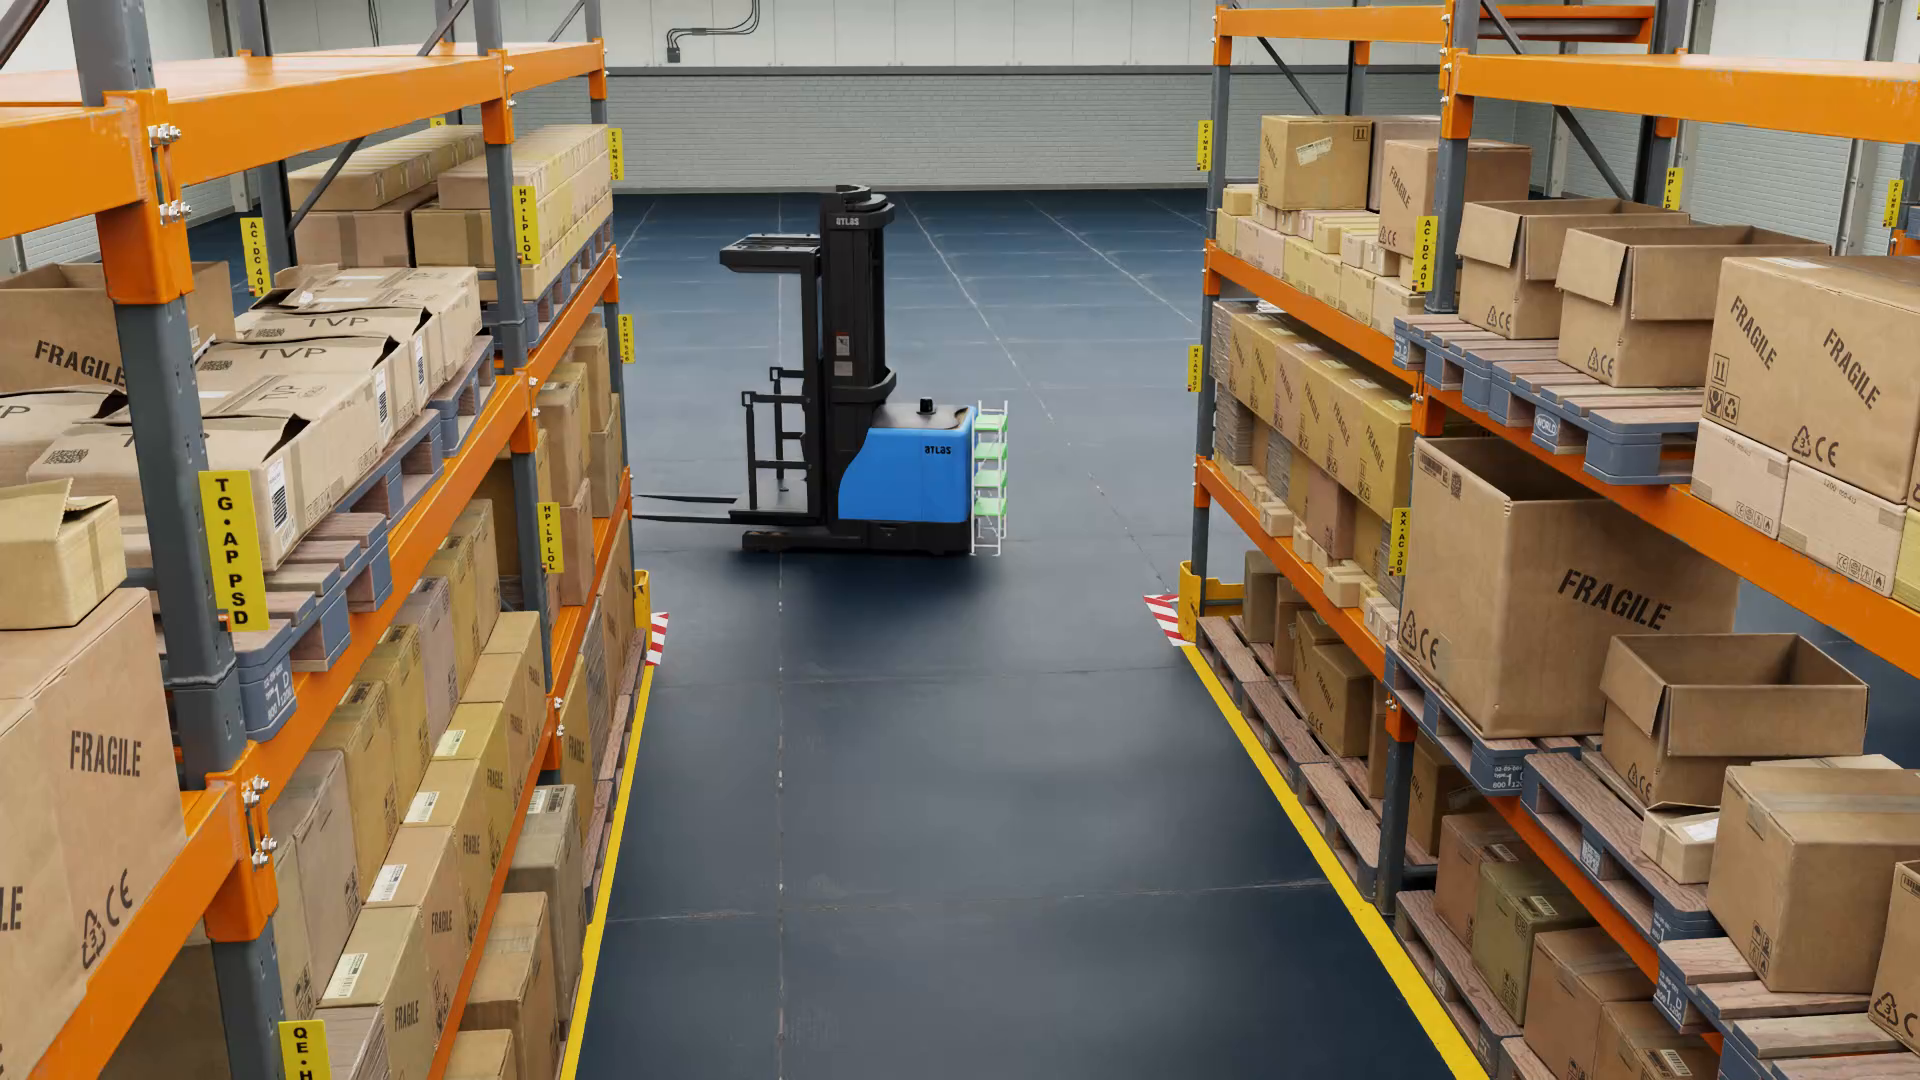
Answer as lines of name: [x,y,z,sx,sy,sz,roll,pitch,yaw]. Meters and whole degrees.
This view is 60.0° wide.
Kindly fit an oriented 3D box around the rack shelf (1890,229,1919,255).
rack shelf: [7.302,-1.434,9.931,1.077,0.370,4.000,-2,18,-6]

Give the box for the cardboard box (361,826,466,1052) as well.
cardboard box: [-1.834,1.226,5.097,0.500,0.500,0.500,-2,18,-6]

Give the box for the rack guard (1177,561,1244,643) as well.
rack guard: [2.177,0.426,11.985,1.175,0.500,0.348,-2,18,-6]

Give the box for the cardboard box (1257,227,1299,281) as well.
cardboard box: [2.068,-1.696,9.814,0.500,0.250,0.500,-2,18,-6]

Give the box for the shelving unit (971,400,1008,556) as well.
shelving unit: [0.245,-0.518,13.823,0.258,1.200,0.503,2,18,7]

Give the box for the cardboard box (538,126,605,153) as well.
cardboard box: [-2.378,-2.441,10.158,0.380,0.149,0.250,-2,18,-5]

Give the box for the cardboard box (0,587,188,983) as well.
cardboard box: [-1.638,0.401,2.717,0.500,0.500,0.500,-2,18,-6]

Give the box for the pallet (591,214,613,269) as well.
pallet: [-2.688,-1.834,10.152,1.003,0.211,1.213,-2,18,-6]

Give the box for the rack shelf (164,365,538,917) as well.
rack shelf: [-2.156,0.034,5.255,1.077,0.370,4.000,-2,18,-6]

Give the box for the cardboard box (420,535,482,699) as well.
cardboard box: [-2.250,0.302,6.371,0.700,0.500,0.500,-2,18,-7]

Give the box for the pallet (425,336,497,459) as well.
pallet: [-2.219,-0.542,6.209,0.805,0.209,1.217,-2,18,-8]

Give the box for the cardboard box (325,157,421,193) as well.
cardboard box: [-2.794,-1.738,7.917,0.380,0.149,0.250,-1,17,-5]

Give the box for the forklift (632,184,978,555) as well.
forklift: [-1.388,-1.446,13.891,3.031,2.935,1.130,2,18,7]

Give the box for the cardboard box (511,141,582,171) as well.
cardboard box: [-2.245,-2.061,8.948,0.380,0.149,0.250,-2,18,-5]

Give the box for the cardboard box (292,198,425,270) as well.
cardboard box: [-2.668,-1.363,7.387,0.500,0.250,0.500,-2,18,-6]

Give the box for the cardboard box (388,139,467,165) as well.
cardboard box: [-2.927,-2.118,9.127,0.380,0.149,0.250,-2,18,-6]

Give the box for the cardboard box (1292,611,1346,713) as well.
cardboard box: [2.358,0.754,10.240,0.500,0.500,0.500,0,17,0]

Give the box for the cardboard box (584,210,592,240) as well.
cardboard box: [-2.273,-1.758,9.313,0.380,0.149,0.250,-2,18,-5]

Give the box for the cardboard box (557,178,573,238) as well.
cardboard box: [-2.240,-1.679,8.394,0.500,0.250,0.500,-2,18,-6]

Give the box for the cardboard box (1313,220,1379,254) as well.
cardboard box: [2.120,-1.628,8.930,0.380,0.149,0.250,-1,17,-3]

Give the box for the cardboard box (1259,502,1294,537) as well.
cardboard box: [2.020,-0.127,9.993,0.380,0.149,0.250,-2,18,-6]

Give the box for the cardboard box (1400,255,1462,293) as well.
cardboard box: [2.261,-1.235,7.680,0.380,0.149,0.250,-1,17,-4]

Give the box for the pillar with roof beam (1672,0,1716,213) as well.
pillar with roof beam: [11.125,-10.946,34.020,9.100,9.000,0.400,-2,18,-6]

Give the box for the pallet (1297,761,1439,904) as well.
pallet: [2.477,1.534,8.938,1.003,0.211,1.213,-2,18,-6]

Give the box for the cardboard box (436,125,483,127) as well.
cardboard box: [-3.057,-2.496,10.334,0.380,0.149,0.250,-2,17,-5]

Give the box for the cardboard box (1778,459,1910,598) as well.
cardboard box: [2.637,-0.047,4.561,0.500,0.250,0.500,-2,18,-6]

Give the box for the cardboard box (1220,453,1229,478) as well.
cardboard box: [1.968,-0.502,11.187,0.380,0.149,0.250,-2,18,-6]

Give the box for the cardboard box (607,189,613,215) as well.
cardboard box: [-2.403,-2.137,10.519,0.380,0.149,0.250,-2,18,-6]

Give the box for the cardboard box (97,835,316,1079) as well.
cardboard box: [-1.986,1.059,3.961,0.700,0.500,0.500,-2,18,-6]

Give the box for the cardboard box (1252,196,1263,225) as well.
cardboard box: [2.004,-2.015,10.163,0.380,0.149,0.250,-1,17,-3]

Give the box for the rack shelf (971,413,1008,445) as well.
rack shelf: [0.245,-0.915,13.698,0.258,0.148,0.480,2,18,7]

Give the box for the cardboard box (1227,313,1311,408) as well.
cardboard box: [1.999,-1.134,10.449,0.500,0.500,0.500,-2,18,-6]

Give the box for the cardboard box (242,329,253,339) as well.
cardboard box: [-2.380,-0.525,5.191,0.396,0.266,0.258,-2,18,-6]

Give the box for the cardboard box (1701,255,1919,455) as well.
cardboard box: [2.597,-0.558,4.937,0.500,0.500,0.500,-1,17,-5]

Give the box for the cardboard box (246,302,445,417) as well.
cardboard box: [-1.963,-0.595,5.339,0.500,0.311,0.500,-2,18,-8]

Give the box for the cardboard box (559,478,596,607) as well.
cardboard box: [-2.430,0.017,8.865,0.875,0.550,0.550,-2,18,-6]

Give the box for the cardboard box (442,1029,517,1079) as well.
cardboard box: [-2.017,2.146,5.389,1.050,0.750,0.750,-2,17,-5]

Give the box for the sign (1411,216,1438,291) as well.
sign: [2.043,-1.256,7.299,0.100,0.325,0.005,-2,18,-6]

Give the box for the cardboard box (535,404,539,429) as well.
cardboard box: [-2.539,-0.332,8.174,0.875,0.550,0.550,-2,18,-6]

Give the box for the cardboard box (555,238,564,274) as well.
cardboard box: [-2.140,-1.379,8.104,0.380,0.149,0.250,-2,18,-7]

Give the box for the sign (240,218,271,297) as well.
sign: [-2.914,-1.172,6.900,0.100,0.325,0.005,-2,18,-6]

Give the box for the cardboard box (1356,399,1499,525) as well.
cardboard box: [2.262,-0.390,8.077,0.500,0.500,0.500,-2,18,-6]

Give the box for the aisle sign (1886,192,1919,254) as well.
aisle sign: [6.797,-2.195,11.820,0.394,0.787,0.004,-2,18,-6]

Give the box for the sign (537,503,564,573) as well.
sign: [-1.824,-0.009,7.396,0.100,0.325,0.005,-2,18,-6]

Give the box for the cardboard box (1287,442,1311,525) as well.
cardboard box: [2.418,-0.369,9.681,0.875,0.500,0.500,-2,18,-6]

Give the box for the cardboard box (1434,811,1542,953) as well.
cardboard box: [2.624,1.569,7.610,0.700,0.500,0.500,-3,18,-10]

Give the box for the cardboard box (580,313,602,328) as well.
cardboard box: [-2.775,-1.141,10.750,0.875,0.550,0.550,-2,18,-6]

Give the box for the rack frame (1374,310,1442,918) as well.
rack frame: [2.582,0.403,7.887,1.000,3.000,0.127,-2,18,-6]

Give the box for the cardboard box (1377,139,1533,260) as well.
cardboard box: [2.282,-1.583,7.705,0.500,0.500,0.500,-2,18,-7]

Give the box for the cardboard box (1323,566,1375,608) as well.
cardboard box: [2.148,0.245,8.807,0.380,0.149,0.250,-2,18,-6]

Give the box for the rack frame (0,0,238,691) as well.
rack frame: [-1.950,-1.145,2.800,1.000,3.000,0.127,-2,18,-6]

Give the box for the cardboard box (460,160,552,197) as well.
cardboard box: [-2.115,-1.684,7.747,0.380,0.149,0.250,-2,18,-6]

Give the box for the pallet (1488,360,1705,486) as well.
pallet: [2.649,-0.443,5.885,1.213,0.211,1.003,-2,18,-6]

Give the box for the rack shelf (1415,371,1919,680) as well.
rack shelf: [2.788,-0.089,5.647,1.077,0.370,4.000,-2,18,-6]

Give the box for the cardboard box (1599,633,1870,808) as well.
cardboard box: [2.852,0.667,6.172,0.797,0.503,0.637,0,17,0]
